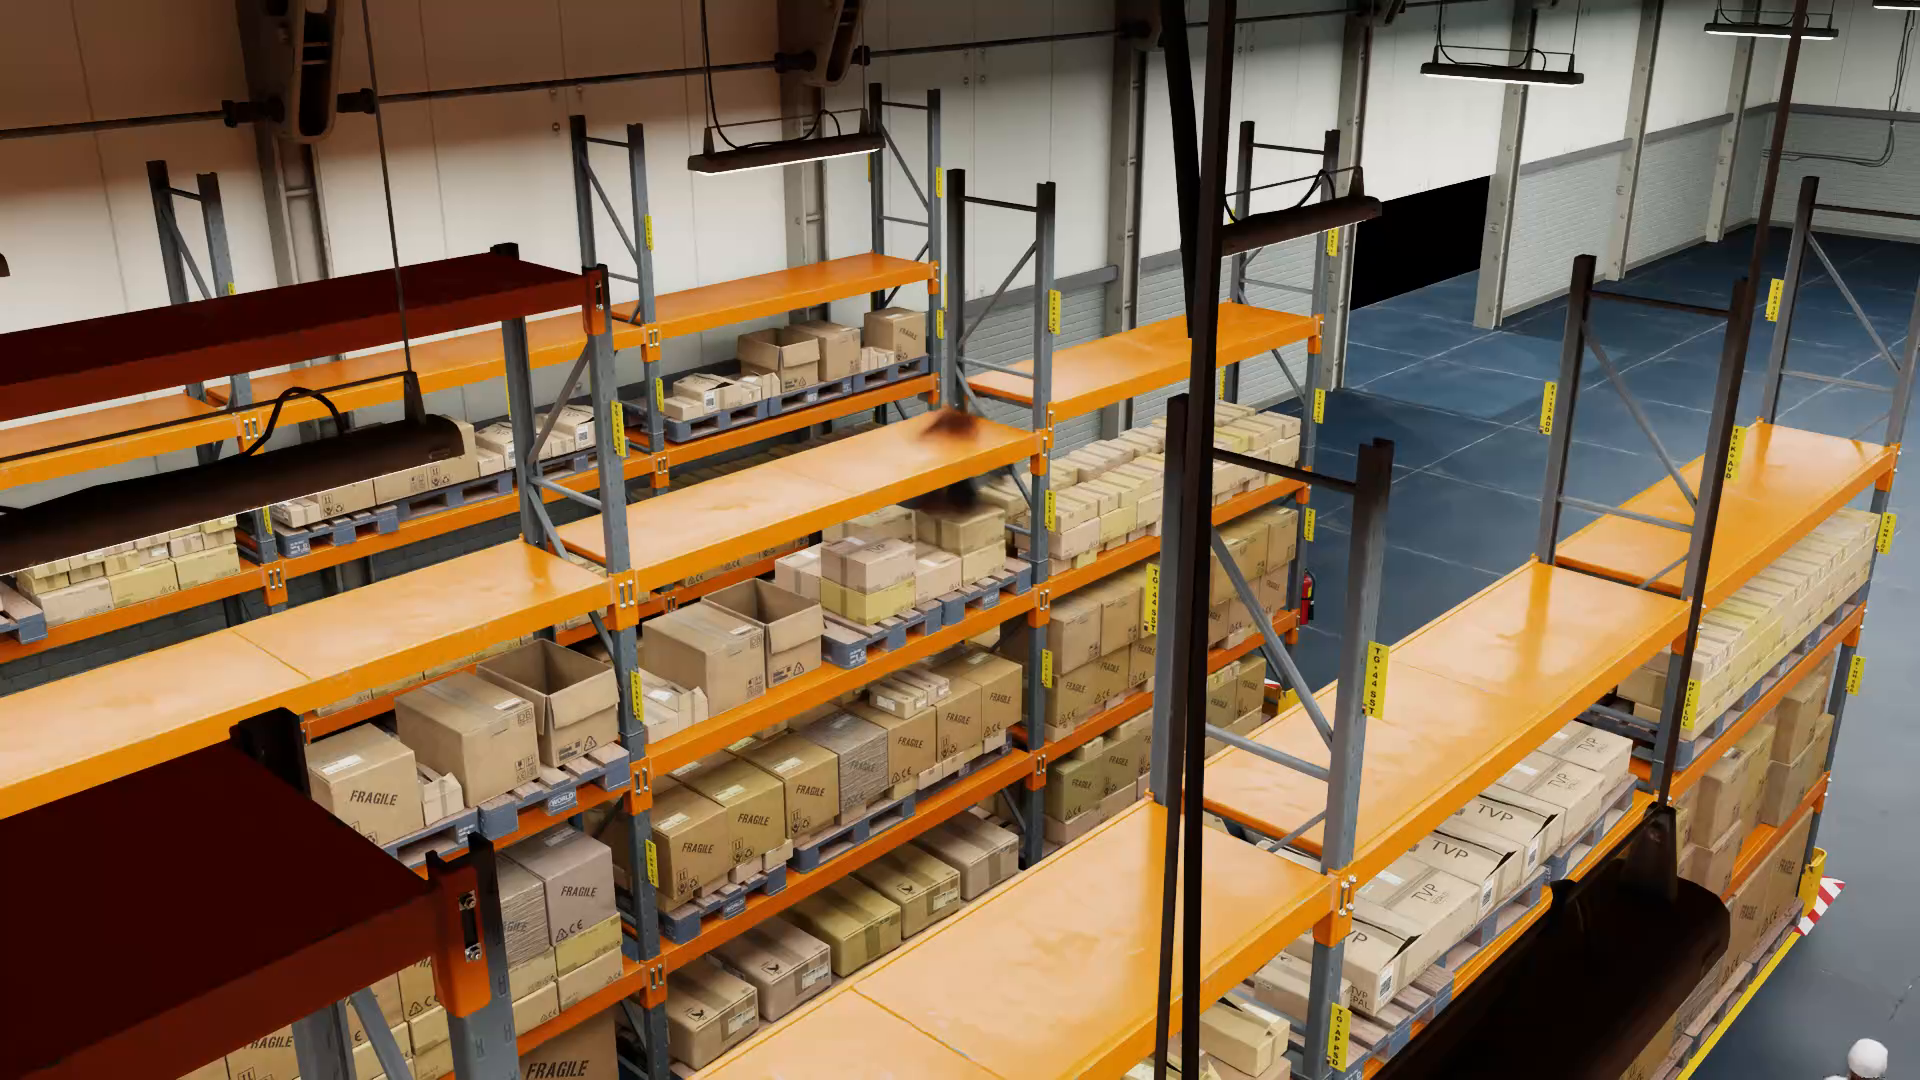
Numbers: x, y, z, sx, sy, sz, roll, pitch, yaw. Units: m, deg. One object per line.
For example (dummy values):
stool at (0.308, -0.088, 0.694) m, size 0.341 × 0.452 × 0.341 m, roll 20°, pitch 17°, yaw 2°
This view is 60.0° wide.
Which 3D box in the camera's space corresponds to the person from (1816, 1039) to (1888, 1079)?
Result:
person at (5.194, 3.766, 9.833) m, size 0.634 × 1.777 × 0.984 m, roll 15°, pitch 26°, yaw 34°
